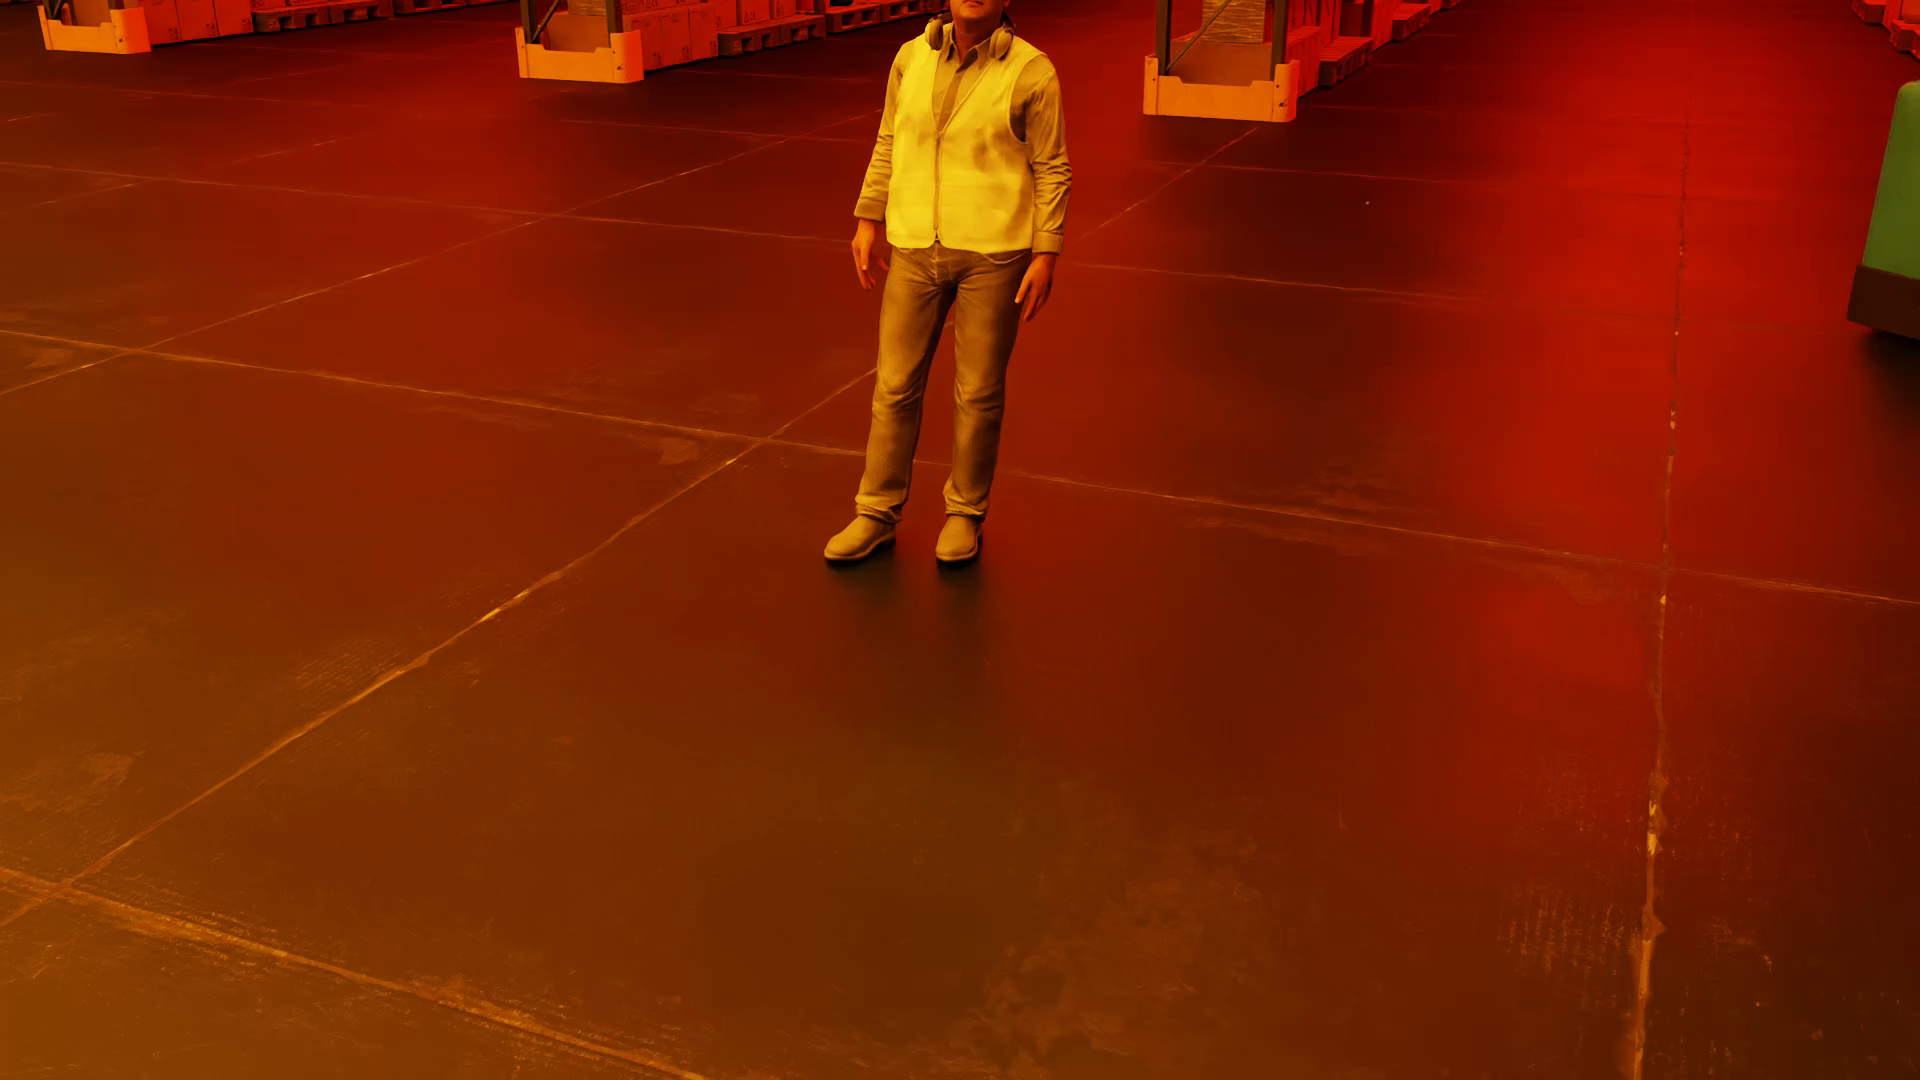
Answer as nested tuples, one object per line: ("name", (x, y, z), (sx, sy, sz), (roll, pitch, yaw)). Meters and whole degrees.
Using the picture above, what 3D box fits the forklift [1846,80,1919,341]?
("forklift", (5.396, -2.310, 6.818), (3.031, 2.935, 1.130), (-10, 25, -22))

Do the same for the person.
("person", (-0.031, -0.805, 4.698), (0.632, 1.773, 0.568), (9, 24, 21))
